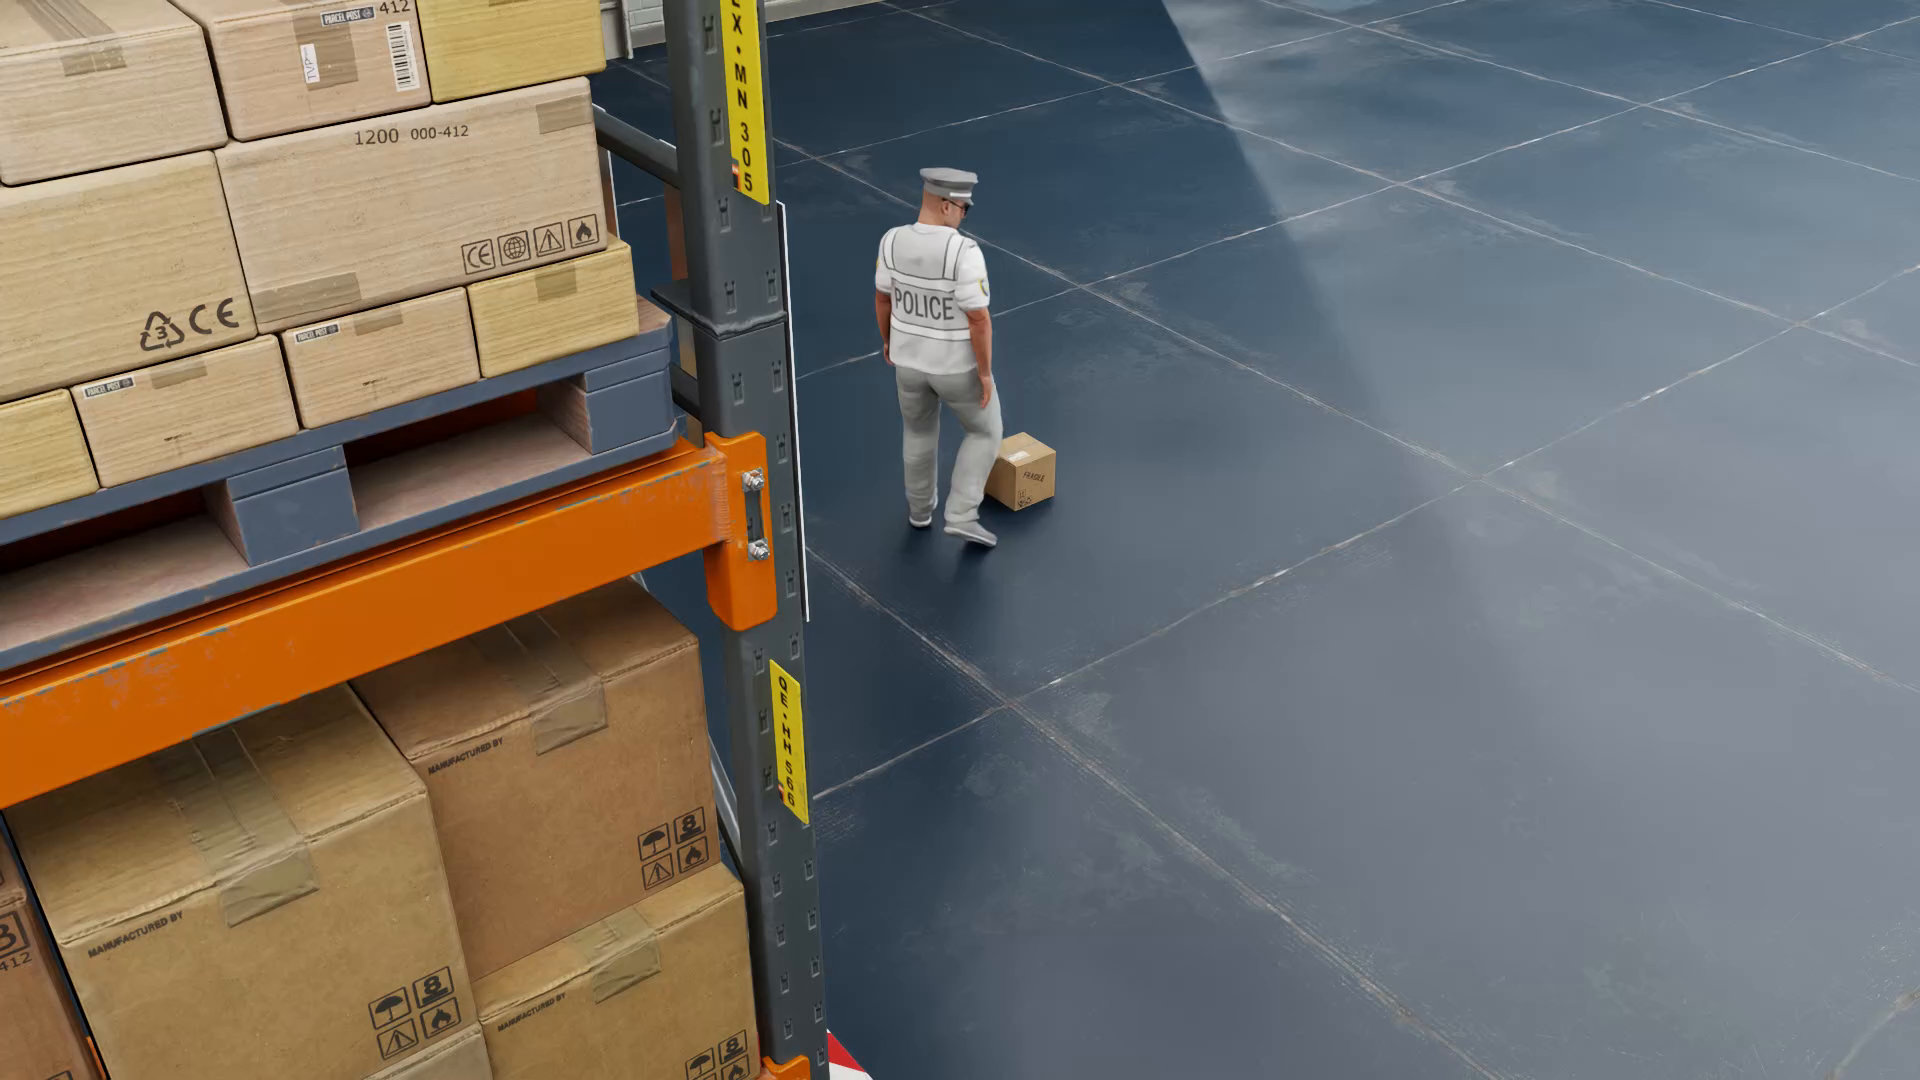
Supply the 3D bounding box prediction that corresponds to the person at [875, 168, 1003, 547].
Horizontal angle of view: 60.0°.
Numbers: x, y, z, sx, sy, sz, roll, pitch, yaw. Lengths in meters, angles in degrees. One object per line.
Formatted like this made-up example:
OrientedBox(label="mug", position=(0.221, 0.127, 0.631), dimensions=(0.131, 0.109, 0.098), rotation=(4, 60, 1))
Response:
OrientedBox(label="person", position=(-0.097, -0.792, 7.432), dimensions=(0.619, 1.793, 0.456), rotation=(14, 35, 21))
